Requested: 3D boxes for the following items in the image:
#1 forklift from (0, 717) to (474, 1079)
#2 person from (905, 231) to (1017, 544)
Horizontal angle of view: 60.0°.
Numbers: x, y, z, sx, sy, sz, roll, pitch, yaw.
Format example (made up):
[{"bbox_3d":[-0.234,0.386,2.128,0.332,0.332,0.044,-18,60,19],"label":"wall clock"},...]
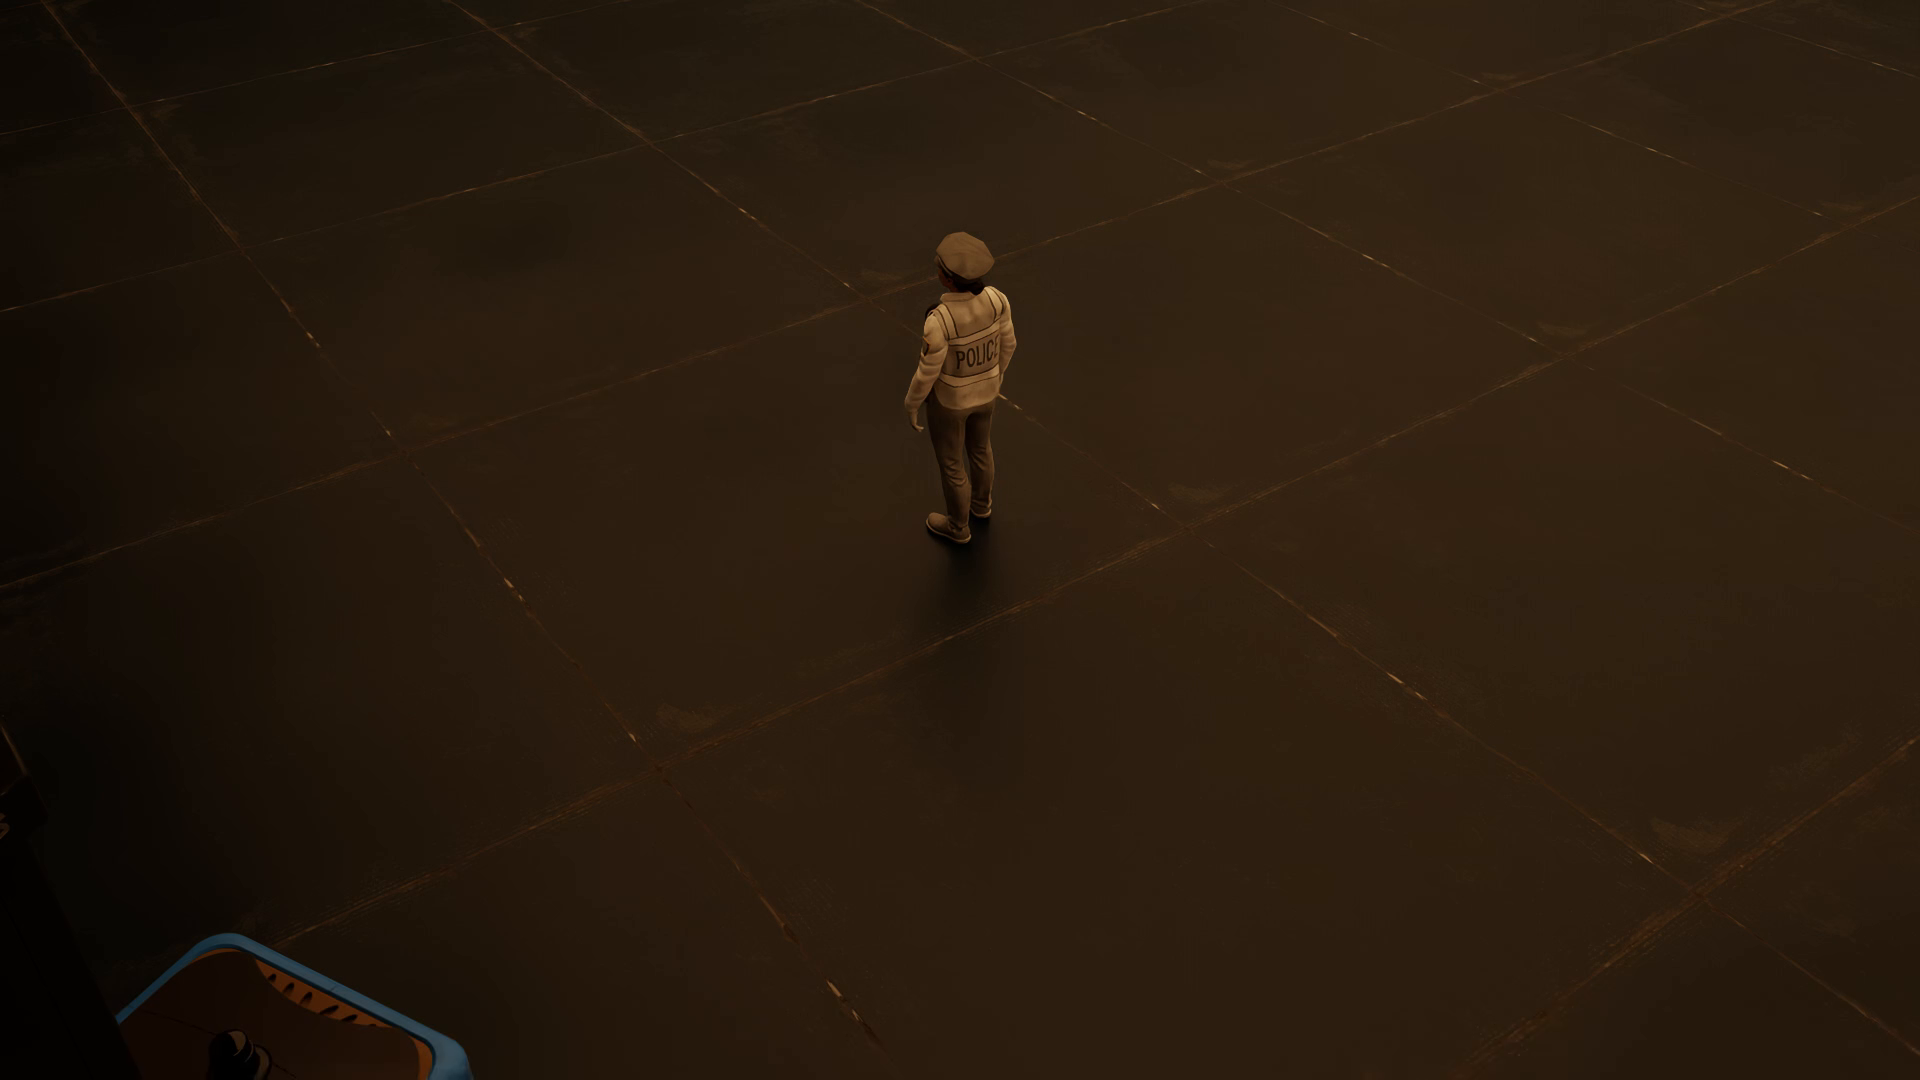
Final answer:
[{"bbox_3d":[-2.496,1.761,3.563,1.130,2.935,3.031,17,40,22],"label":"forklift"},{"bbox_3d":[-0.035,-0.722,7.950,0.587,1.695,0.531,-23,42,-28],"label":"person"}]
